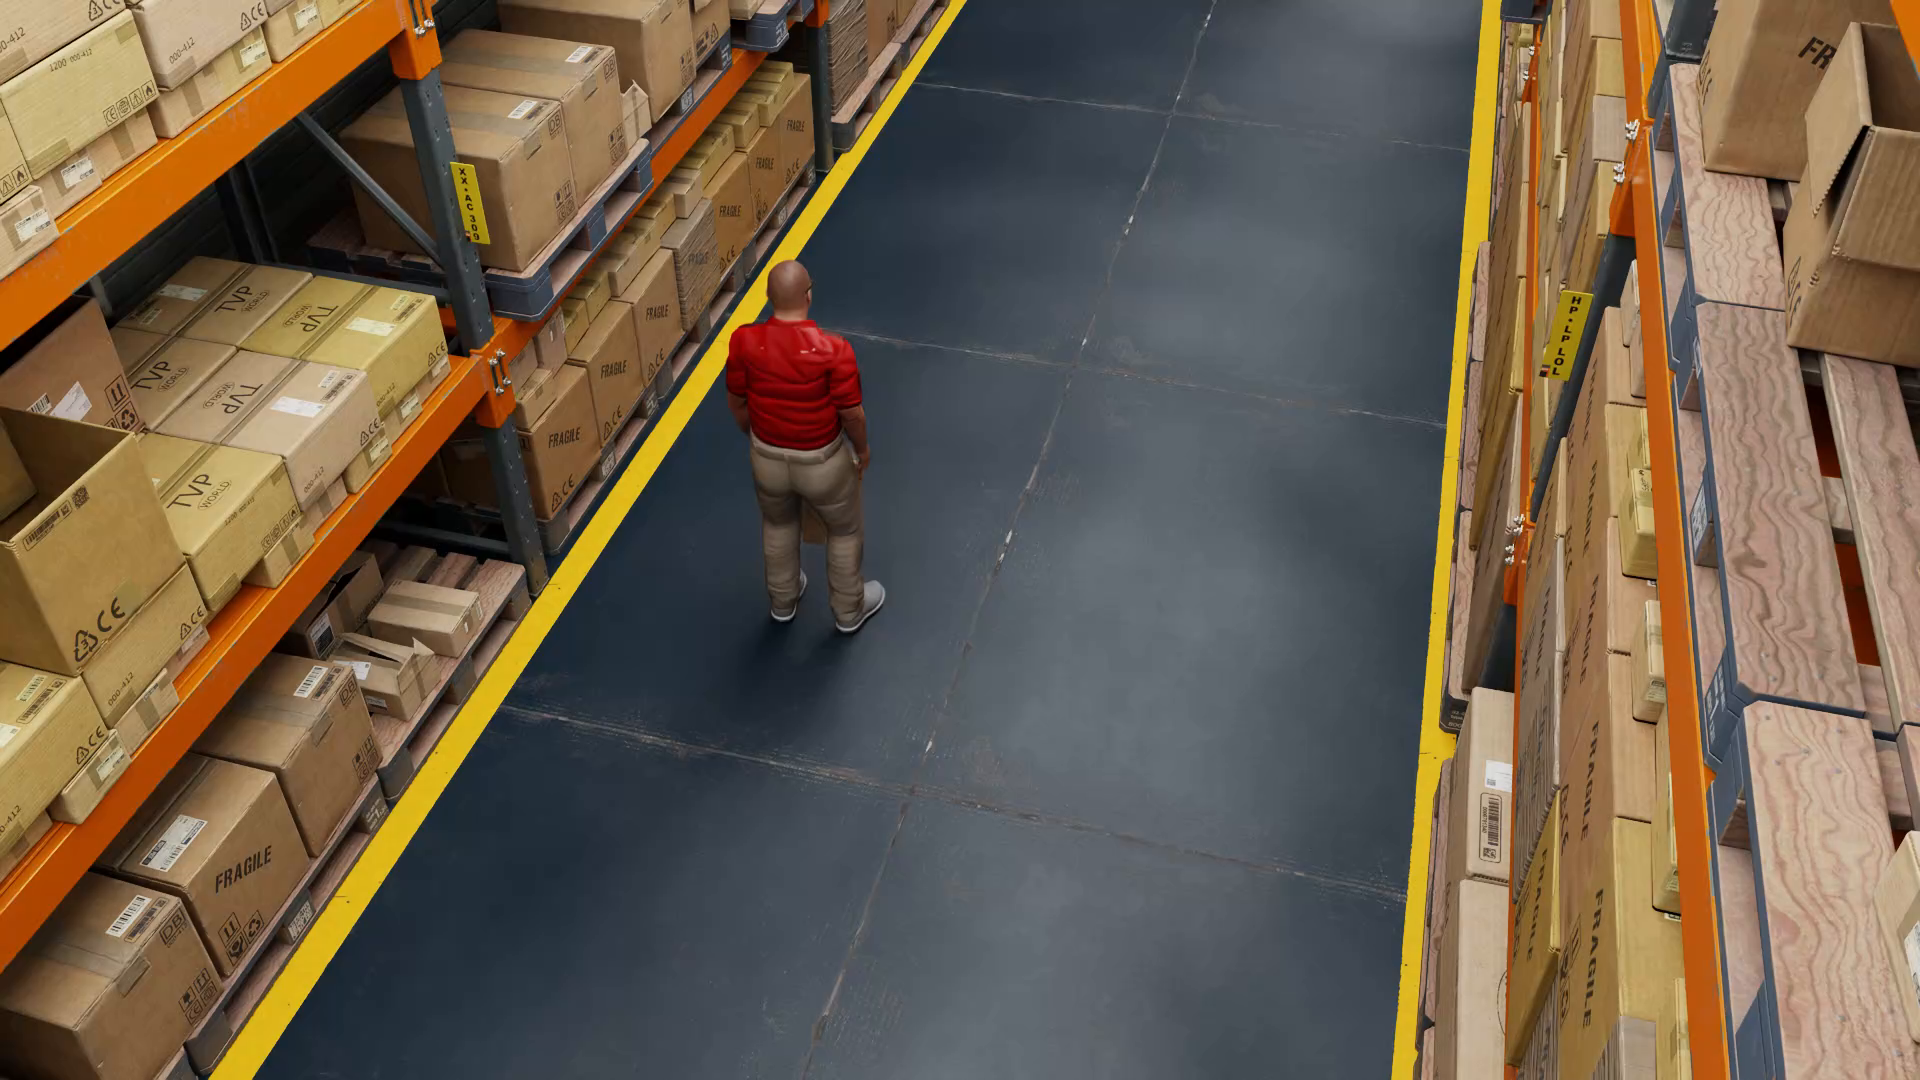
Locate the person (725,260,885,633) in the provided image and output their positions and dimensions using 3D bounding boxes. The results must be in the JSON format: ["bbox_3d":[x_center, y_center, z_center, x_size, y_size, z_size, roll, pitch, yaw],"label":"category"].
[{"bbox_3d":[-0.634,-0.352,6.741,0.566,1.729,0.396,9,42,10],"label":"person"}]
